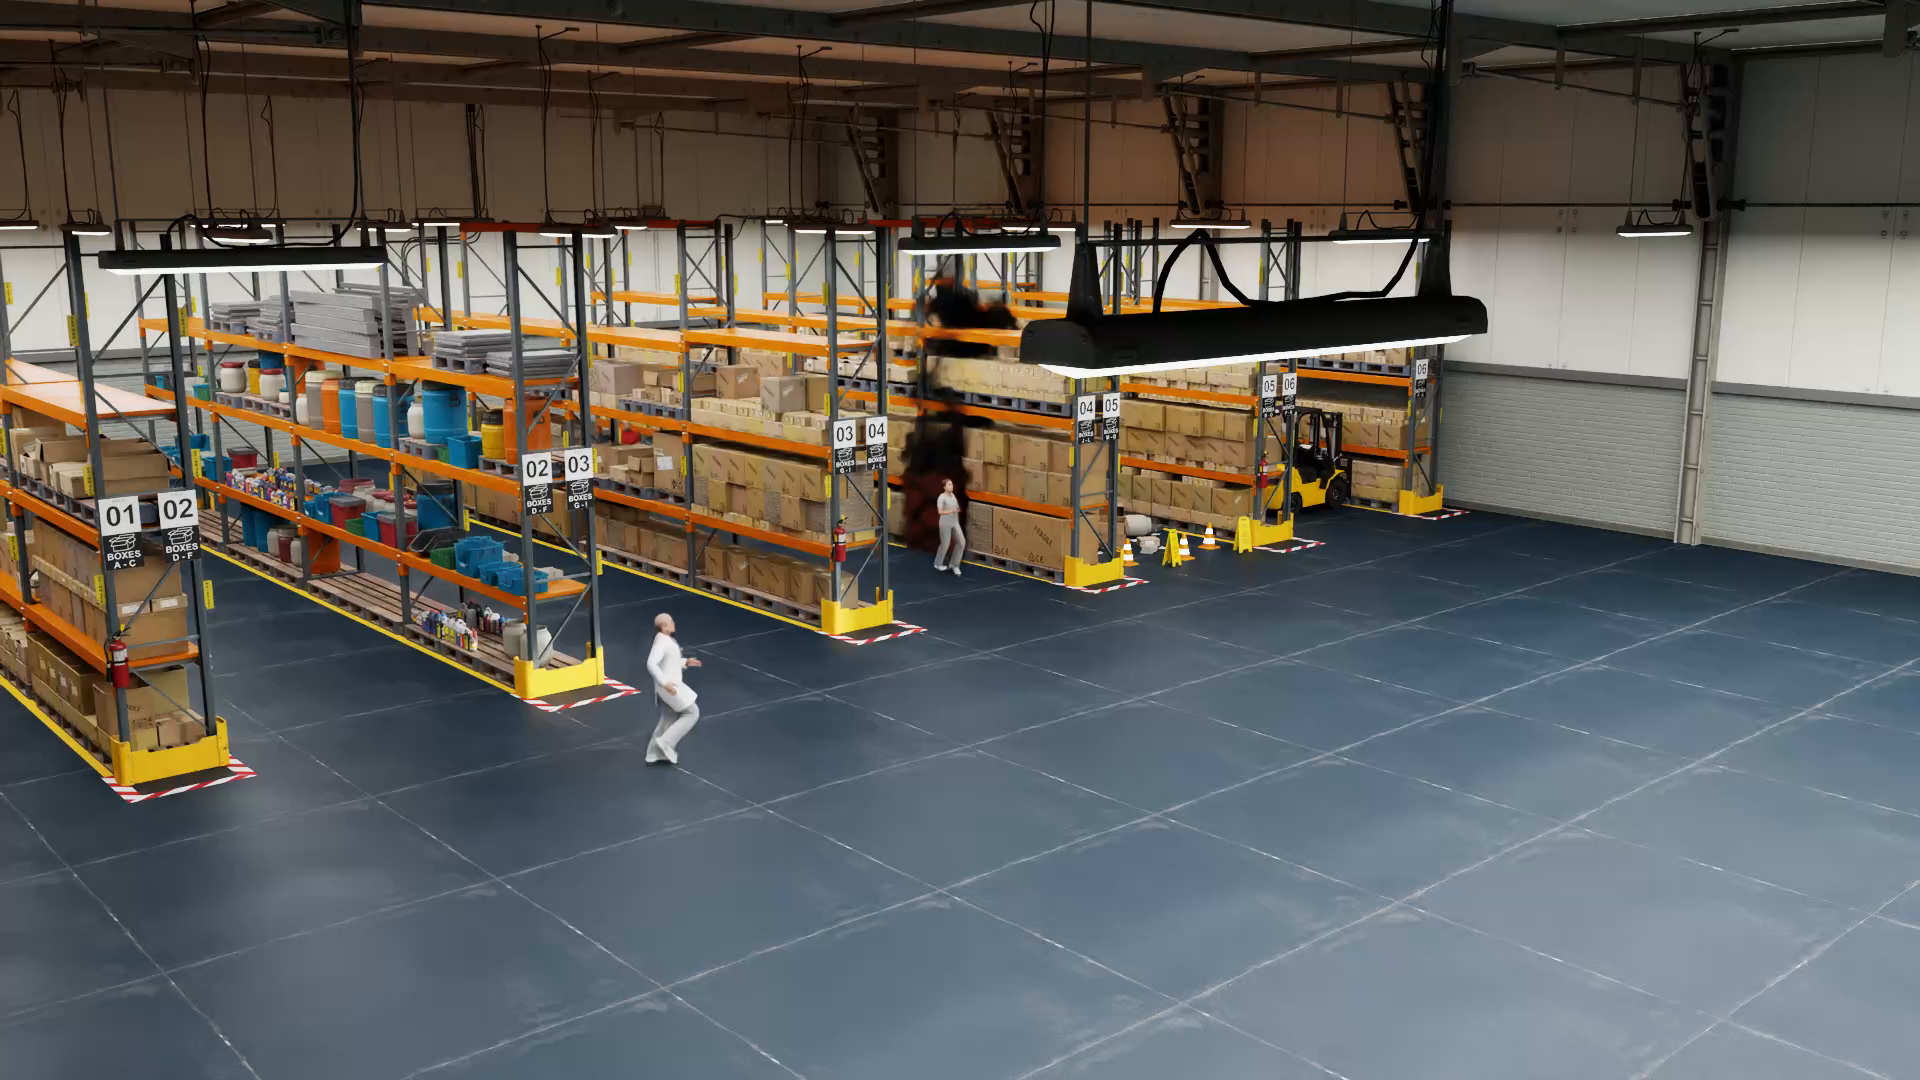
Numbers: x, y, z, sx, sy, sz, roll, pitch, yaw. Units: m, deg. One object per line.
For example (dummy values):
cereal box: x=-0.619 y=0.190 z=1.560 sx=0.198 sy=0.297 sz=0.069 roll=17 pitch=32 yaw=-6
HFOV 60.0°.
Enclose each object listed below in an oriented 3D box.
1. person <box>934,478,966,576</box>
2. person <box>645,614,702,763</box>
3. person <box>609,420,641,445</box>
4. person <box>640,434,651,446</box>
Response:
person: x=-0.184 y=-0.228 z=28.785 sx=0.544 sy=1.705 sz=0.691 roll=-10 pitch=15 yaw=-41
person: x=-3.281 y=1.688 z=19.031 sx=0.695 sy=1.741 sz=0.693 roll=-4 pitch=12 yaw=-19
person: x=-7.234 y=-1.744 z=36.289 sx=0.626 sy=1.784 sz=0.736 roll=-9 pitch=14 yaw=-37
person: x=-7.821 y=-2.737 z=41.331 sx=0.553 sy=1.611 sz=0.670 roll=5 pitch=12 yaw=22
